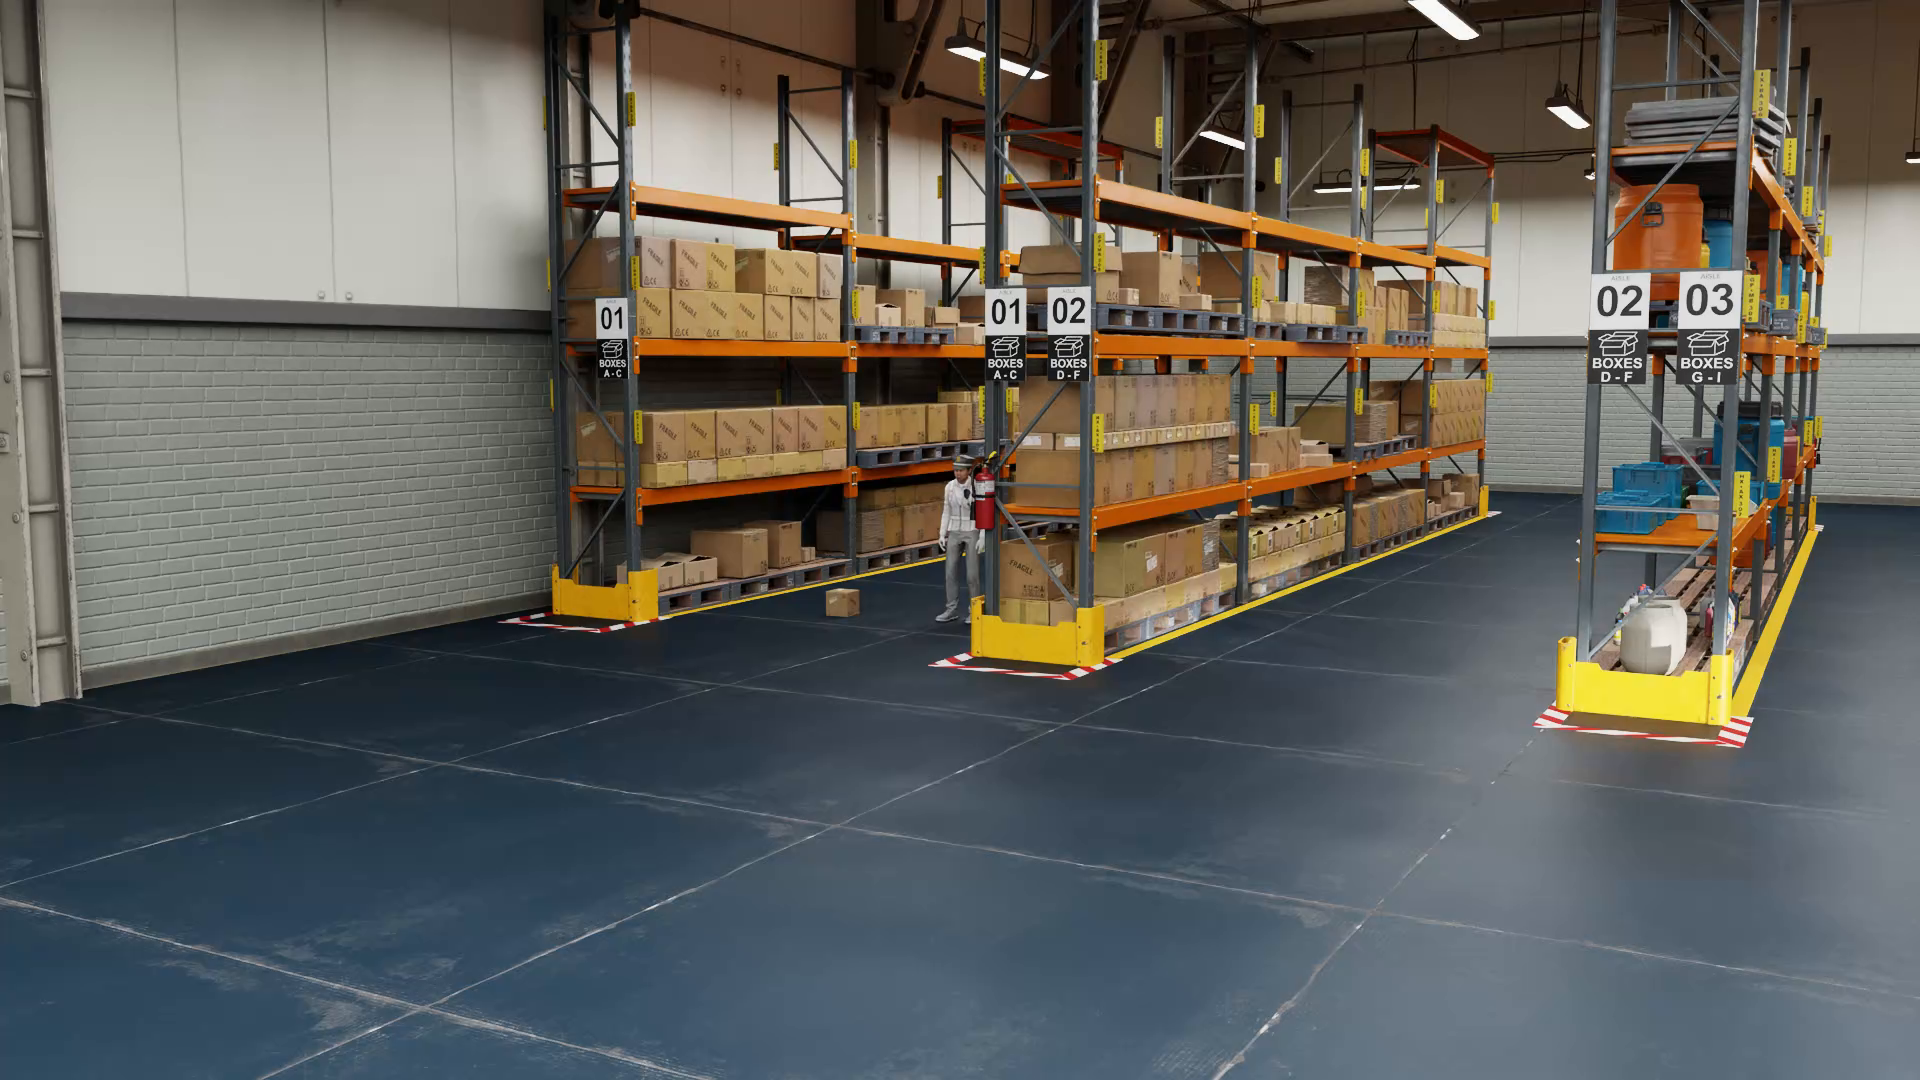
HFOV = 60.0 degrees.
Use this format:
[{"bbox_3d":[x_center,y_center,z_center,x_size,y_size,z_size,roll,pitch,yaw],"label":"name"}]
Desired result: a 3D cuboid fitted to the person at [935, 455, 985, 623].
[{"bbox_3d":[0.040,-0.016,16.502,0.530,1.663,0.371,3,7,28],"label":"person"}]
